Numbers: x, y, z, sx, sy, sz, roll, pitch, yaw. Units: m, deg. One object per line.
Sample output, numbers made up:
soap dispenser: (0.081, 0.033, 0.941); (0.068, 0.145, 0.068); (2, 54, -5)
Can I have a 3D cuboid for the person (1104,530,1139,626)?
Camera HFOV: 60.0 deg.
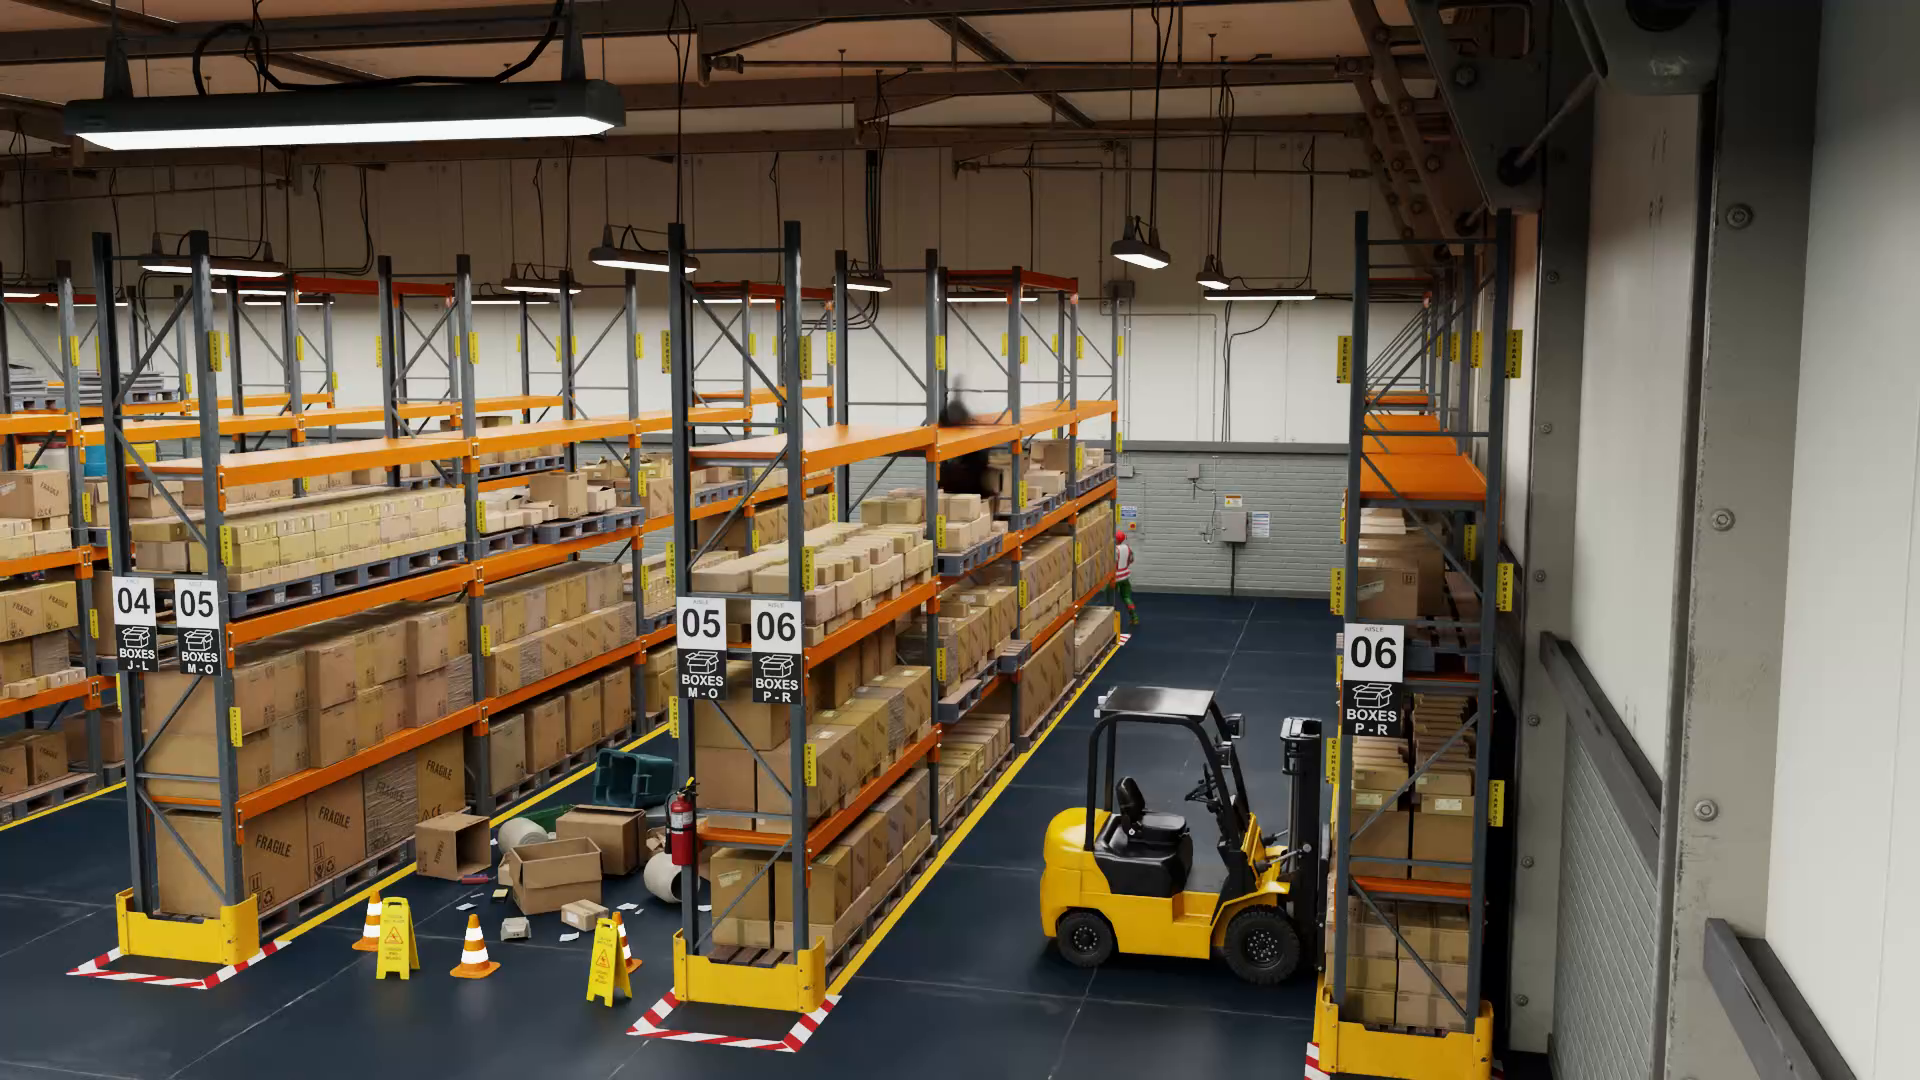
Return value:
person: (2.745, 0.676, 29.556); (0.716, 1.757, 0.899); (-4, 8, -28)
